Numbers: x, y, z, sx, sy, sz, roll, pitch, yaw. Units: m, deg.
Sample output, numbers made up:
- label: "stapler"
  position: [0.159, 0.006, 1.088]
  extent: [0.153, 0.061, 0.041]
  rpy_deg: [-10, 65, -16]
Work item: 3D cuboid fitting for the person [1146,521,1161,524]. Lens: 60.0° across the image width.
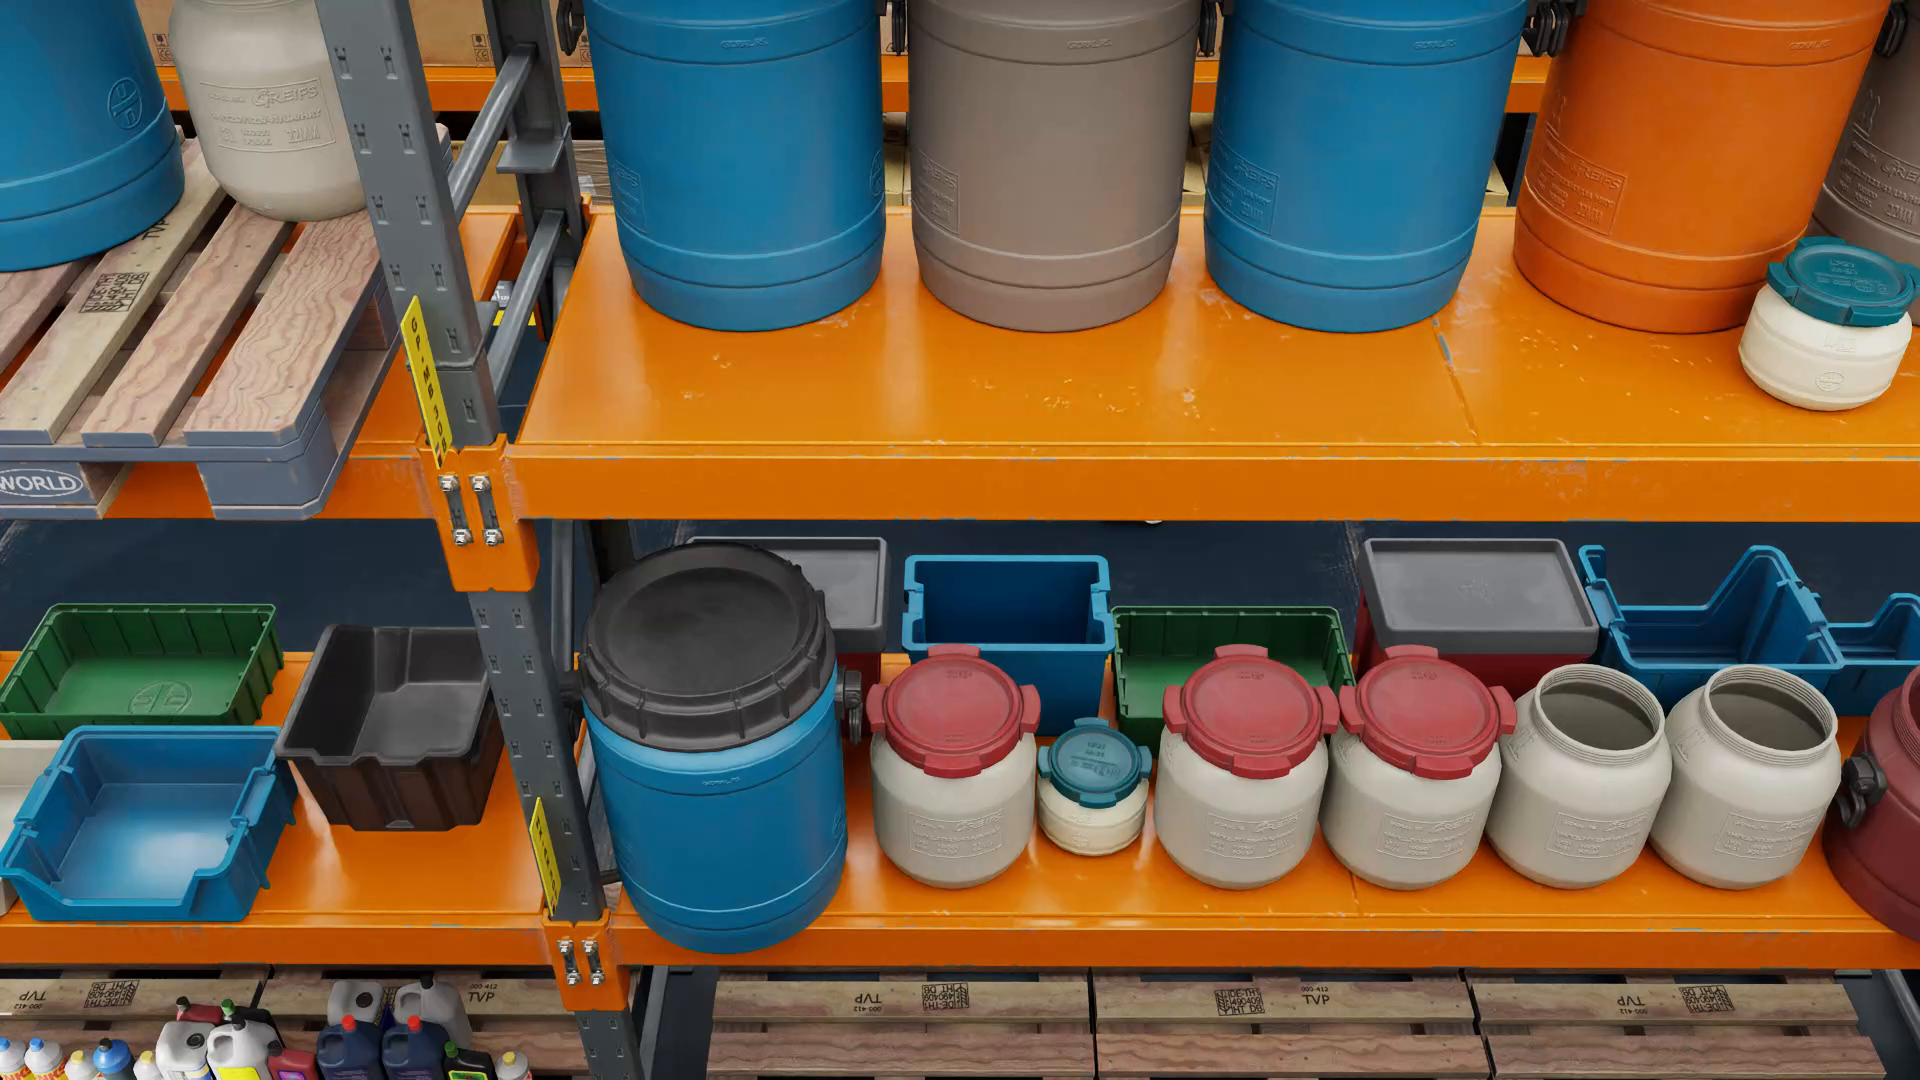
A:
- label: "person"
  position: [0.730, -0.738, 7.039]
  extent: [0.463, 1.593, 0.364]
  rpy_deg: [0, 40, 0]
